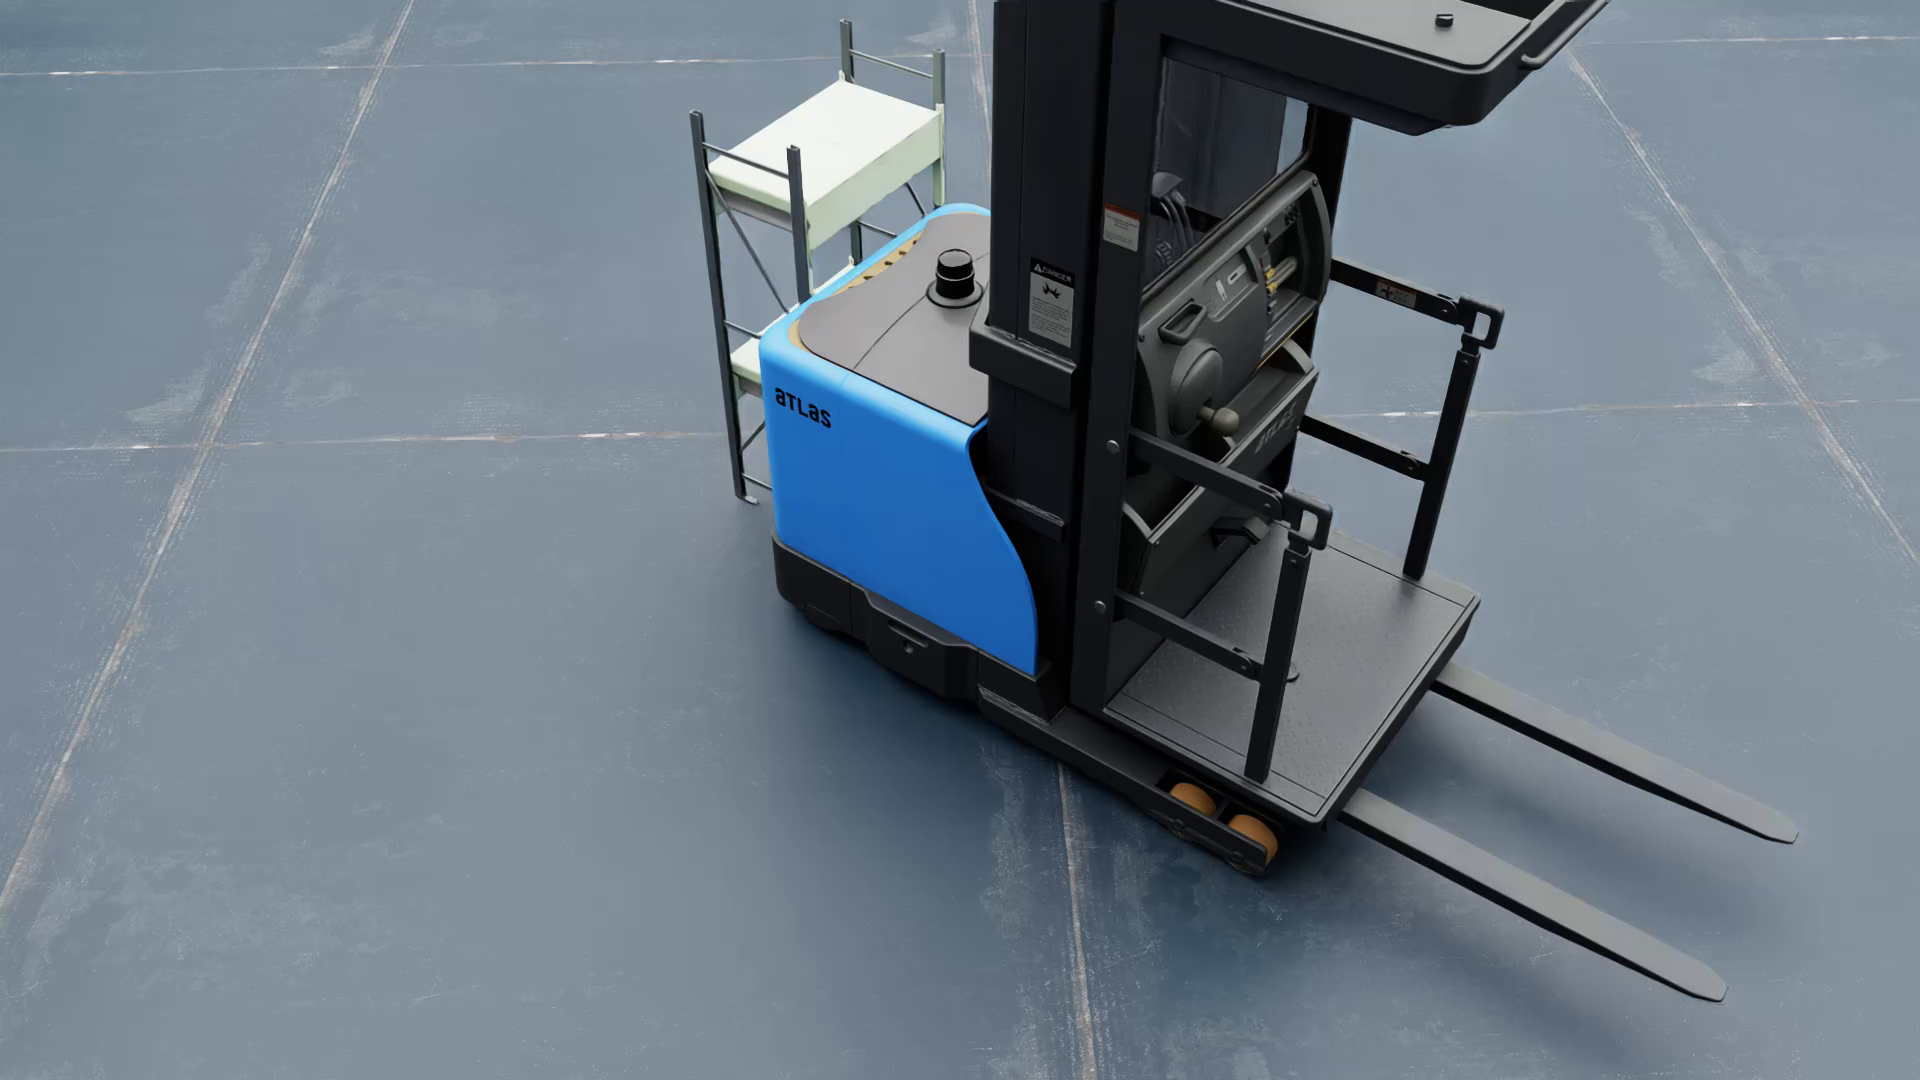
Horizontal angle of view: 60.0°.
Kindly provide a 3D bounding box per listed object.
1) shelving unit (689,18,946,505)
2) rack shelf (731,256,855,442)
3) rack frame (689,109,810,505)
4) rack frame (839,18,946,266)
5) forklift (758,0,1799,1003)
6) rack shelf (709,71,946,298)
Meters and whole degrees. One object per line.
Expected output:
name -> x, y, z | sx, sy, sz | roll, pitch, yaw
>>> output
shelving unit -> -0.423, -0.845, 5.561 | 0.431, 1.500, 0.755 | 25, 48, 24
rack shelf -> -0.423, -0.604, 5.782 | 0.431, 0.370, 0.720 | 25, 48, 24
rack frame -> -0.629, -0.640, 5.338 | 0.400, 1.500, 0.023 | 25, 48, 24
rack frame -> -0.217, -1.049, 5.785 | 0.400, 1.500, 0.023 | 25, 48, 24
forklift -> 0.883, -0.548, 4.179 | 3.031, 2.935, 1.130 | 26, 49, 26
rack shelf -> -0.423, -1.132, 5.298 | 0.431, 0.370, 0.720 | 25, 48, 24
